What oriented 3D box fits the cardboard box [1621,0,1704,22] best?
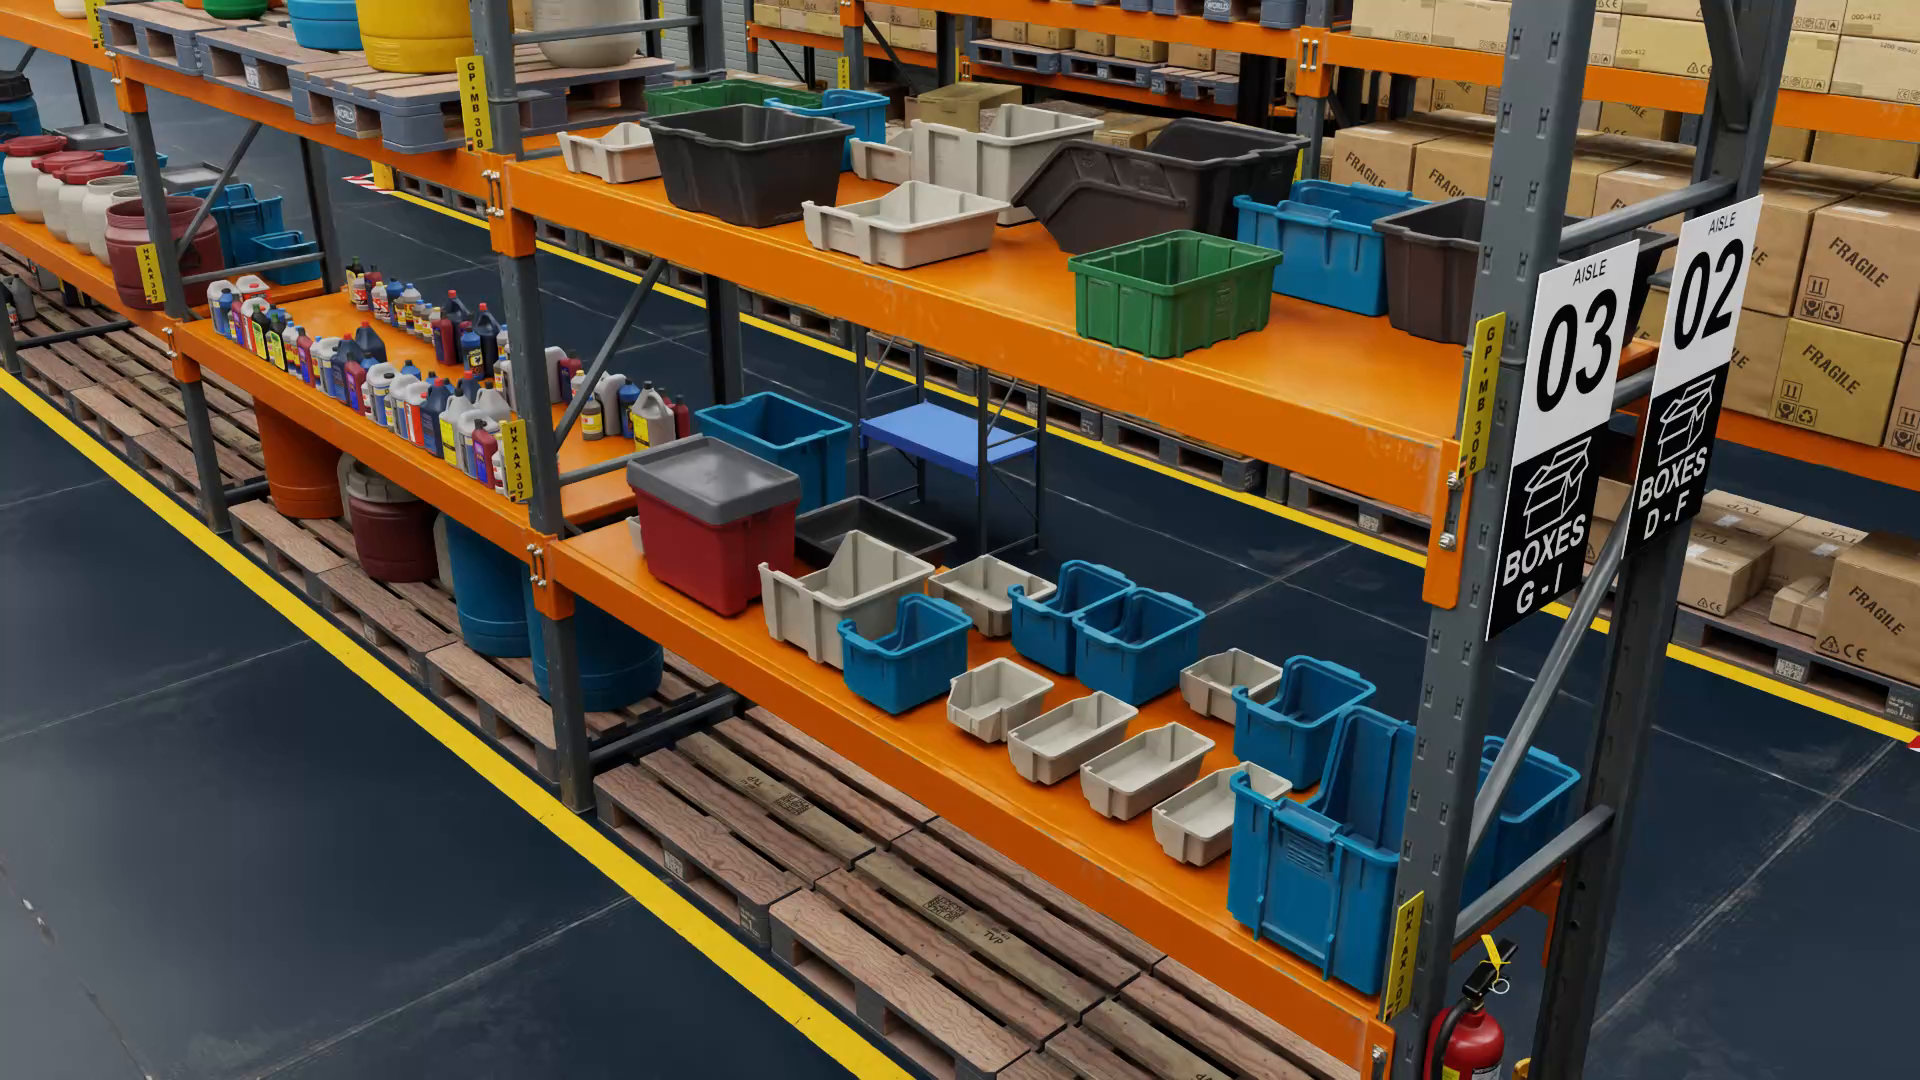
[{"bbox_3d":[3.466,-2.590,7.777,0.500,0.250,0.500,-21,32,-38],"label":"cardboard box"}]

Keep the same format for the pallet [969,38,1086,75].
[{"bbox_3d":[0.859,-5.211,17.789,1.003,0.211,1.213,-21,32,-38],"label":"pallet"}]

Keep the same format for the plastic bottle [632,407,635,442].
[{"bbox_3d":[-1.444,-0.549,7.578,0.097,0.201,0.097,0,25,0],"label":"plastic bottle"}]

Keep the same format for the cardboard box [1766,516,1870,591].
[{"bbox_3d":[4.525,0.125,8.644,0.500,0.250,0.500,-21,32,-38],"label":"cardboard box"}]

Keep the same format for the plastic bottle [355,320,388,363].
[{"bbox_3d":[-2.922,-0.918,8.207,0.144,0.351,0.185,-21,32,-38],"label":"plastic bottle"}]

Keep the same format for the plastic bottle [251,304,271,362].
[{"bbox_3d":[-3.621,-1.079,8.642,0.061,0.283,0.133,-21,32,-38],"label":"plastic bottle"}]

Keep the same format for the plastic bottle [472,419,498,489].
[{"bbox_3d":[-2.018,-0.368,7.084,0.061,0.283,0.133,-21,32,-38],"label":"plastic bottle"}]

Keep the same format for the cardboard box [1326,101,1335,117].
[{"bbox_3d":[3.518,-3.905,14.974,0.380,0.149,0.250,-20,31,-37],"label":"cardboard box"}]

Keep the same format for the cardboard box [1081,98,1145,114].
[{"bbox_3d":[1.620,-4.468,17.507,0.500,0.250,0.500,-22,33,-40],"label":"cardboard box"}]

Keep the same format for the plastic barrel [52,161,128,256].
[{"bbox_3d":[-5.498,-2.117,10.612,0.433,0.535,0.433,0,25,0],"label":"plastic barrel"}]

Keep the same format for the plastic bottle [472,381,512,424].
[{"bbox_3d":[-2.083,-0.541,7.381,0.144,0.351,0.185,-21,32,-38],"label":"plastic bottle"}]

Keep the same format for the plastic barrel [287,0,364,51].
[{"bbox_3d":[-2.599,-2.594,7.098,0.600,0.901,0.708,-21,32,-38],"label":"plastic barrel"}]

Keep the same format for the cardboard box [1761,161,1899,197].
[{"bbox_3d":[4.219,-1.548,8.203,0.500,0.500,0.500,-21,32,-38],"label":"cardboard box"}]

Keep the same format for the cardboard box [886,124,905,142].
[{"bbox_3d":[-0.654,-3.035,12.895,0.500,0.311,0.500,-19,31,-35],"label":"cardboard box"}]

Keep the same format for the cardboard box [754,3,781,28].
[{"bbox_3d":[-2.190,-6.486,20.509,0.500,0.250,0.500,-22,33,-40],"label":"cardboard box"}]

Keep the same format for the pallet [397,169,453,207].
[{"bbox_3d":[-5.352,-3.888,18.018,1.003,0.211,1.213,-21,32,-38],"label":"pallet"}]

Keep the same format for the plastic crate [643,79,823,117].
[{"bbox_3d":[-0.811,-1.562,6.202,0.450,0.188,0.662,-21,32,-38],"label":"plastic crate"}]

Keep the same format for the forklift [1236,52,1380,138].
[{"bbox_3d":[2.827,-3.330,13.517,1.130,2.935,3.031,7,26,16],"label":"forklift"}]

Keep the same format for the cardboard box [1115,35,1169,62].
[{"bbox_3d":[1.980,-5.115,16.698,0.700,0.500,0.500,-21,32,-38],"label":"cardboard box"}]

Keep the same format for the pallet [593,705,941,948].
[{"bbox_3d":[-0.790,1.144,6.988,1.003,0.211,1.213,-21,32,-38],"label":"pallet"}]

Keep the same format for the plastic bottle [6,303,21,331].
[{"bbox_3d":[-7.265,-1.709,12.723,0.097,0.201,0.097,0,25,0],"label":"plastic bottle"}]

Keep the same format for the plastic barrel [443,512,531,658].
[{"bbox_3d":[-2.165,0.043,8.064,0.600,0.901,0.708,-21,32,-38],"label":"plastic barrel"}]

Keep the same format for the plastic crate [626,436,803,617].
[{"bbox_3d":[-0.894,-0.051,6.099,0.402,0.464,0.583,-21,32,-38],"label":"plastic crate"}]

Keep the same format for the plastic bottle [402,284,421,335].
[{"bbox_3d":[-2.978,-1.260,9.054,0.097,0.271,0.097,0,25,0],"label":"plastic bottle"}]

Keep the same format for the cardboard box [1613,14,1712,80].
[{"bbox_3d":[3.472,-2.365,7.886,0.500,0.250,0.500,-21,32,-38],"label":"cardboard box"}]

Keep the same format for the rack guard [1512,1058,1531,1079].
[{"bbox_3d":[1.439,2.016,4.728,1.175,0.500,0.348,-21,32,-38],"label":"rack guard"}]

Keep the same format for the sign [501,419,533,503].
[{"bbox_3d":[-1.724,-0.307,6.476,0.100,0.325,0.005,-21,32,-38],"label":"sign"}]

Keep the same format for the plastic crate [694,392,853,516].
[{"bbox_3d":[-0.753,-0.312,6.767,0.392,0.384,0.575,-21,32,-38],"label":"plastic crate"}]

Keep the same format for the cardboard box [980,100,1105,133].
[{"bbox_3d":[0.562,-2.699,11.426,0.700,0.500,0.500,-15,28,-29],"label":"cardboard box"}]

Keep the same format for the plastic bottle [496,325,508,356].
[{"bbox_3d":[-2.277,-0.950,8.373,0.097,0.271,0.097,0,25,0],"label":"plastic bottle"}]

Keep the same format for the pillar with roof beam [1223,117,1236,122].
[{"bbox_3d":[-0.223,-6.506,13.170,9.100,9.000,0.400,-21,32,-38],"label":"pillar with roof beam"}]

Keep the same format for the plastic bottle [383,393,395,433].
[{"bbox_3d":[-2.612,-0.606,7.703,0.097,0.201,0.097,0,25,0],"label":"plastic bottle"}]

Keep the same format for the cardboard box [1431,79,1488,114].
[{"bbox_3d":[4.373,-3.862,14.098,0.500,0.500,0.500,-20,31,-37],"label":"cardboard box"}]

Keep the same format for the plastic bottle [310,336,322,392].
[{"bbox_3d":[-3.147,-0.874,8.208,0.097,0.271,0.097,0,25,0],"label":"plastic bottle"}]

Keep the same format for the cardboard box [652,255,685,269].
[{"bbox_3d":[-2.372,-2.601,14.644,0.500,0.250,0.500,-22,33,-40],"label":"cardboard box"}]

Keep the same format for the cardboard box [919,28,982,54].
[{"bbox_3d":[-0.102,-5.569,18.500,0.500,0.250,0.500,-21,32,-38],"label":"cardboard box"}]

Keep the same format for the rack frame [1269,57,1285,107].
[{"bbox_3d":[3.176,-4.359,15.691,1.000,3.000,0.127,-21,32,-38],"label":"rack frame"}]

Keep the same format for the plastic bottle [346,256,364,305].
[{"bbox_3d":[-3.467,-1.494,9.551,0.061,0.283,0.133,-21,32,-38],"label":"plastic bottle"}]

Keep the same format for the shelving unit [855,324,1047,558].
[{"bbox_3d":[-0.058,-0.708,9.495,0.538,1.500,1.048,-21,32,-38],"label":"shelving unit"}]

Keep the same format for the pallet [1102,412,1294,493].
[{"bbox_3d":[1.714,-0.708,11.047,1.003,0.211,1.213,-21,32,-38],"label":"pallet"}]

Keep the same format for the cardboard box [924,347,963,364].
[{"bbox_3d":[0.028,-1.639,12.211,0.500,0.500,0.500,22,33,40],"label":"cardboard box"}]

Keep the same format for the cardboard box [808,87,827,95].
[{"bbox_3d":[-1.884,-5.524,20.955,0.500,0.311,0.500,19,31,36],"label":"cardboard box"}]

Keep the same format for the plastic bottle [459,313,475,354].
[{"bbox_3d":[-2.513,-1.034,8.543,0.061,0.283,0.133,-21,32,-38],"label":"plastic bottle"}]

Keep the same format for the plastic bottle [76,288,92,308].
[{"bbox_3d":[-7.005,-2.005,13.275,0.061,0.283,0.133,-21,32,-38],"label":"plastic bottle"}]

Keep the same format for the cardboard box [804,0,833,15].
[{"bbox_3d":[-1.505,-6.524,19.690,0.500,0.500,0.500,23,33,40],"label":"cardboard box"}]

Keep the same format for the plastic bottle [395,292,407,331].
[{"bbox_3d":[-3.044,-1.258,9.133,0.097,0.201,0.097,0,25,0],"label":"plastic bottle"}]

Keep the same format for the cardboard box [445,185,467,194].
[{"bbox_3d":[-5.015,-3.789,17.248,0.500,0.250,0.500,-21,32,-38],"label":"cardboard box"}]

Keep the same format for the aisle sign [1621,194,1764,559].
[{"bbox_3d":[1.679,-0.370,3.815,0.394,0.787,0.004,-21,32,-38],"label":"aisle sign"}]

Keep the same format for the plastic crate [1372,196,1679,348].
[{"bbox_3d":[1.353,-0.626,4.051,0.497,0.269,0.590,-21,32,-38],"label":"plastic crate"}]

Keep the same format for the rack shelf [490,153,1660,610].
[{"bbox_3d":[0.046,-0.768,5.072,1.077,0.370,4.000,-21,32,-38],"label":"rack shelf"}]

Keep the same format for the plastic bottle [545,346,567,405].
[{"bbox_3d":[-1.992,-0.809,8.059,0.152,0.276,0.135,-21,32,-38],"label":"plastic bottle"}]

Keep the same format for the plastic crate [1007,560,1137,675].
[{"bbox_3d":[0.379,0.266,5.682,0.416,0.233,0.300,-21,32,-38],"label":"plastic crate"}]

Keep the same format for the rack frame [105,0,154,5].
[{"bbox_3d":[-4.055,-4.278,8.285,1.000,3.000,0.127,-21,32,-38],"label":"rack frame"}]

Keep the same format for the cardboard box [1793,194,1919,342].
[{"bbox_3d":[4.180,-1.239,7.526,0.500,0.500,0.500,-20,31,-37],"label":"cardboard box"}]

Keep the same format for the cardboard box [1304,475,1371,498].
[{"bbox_3d":[2.426,-0.529,10.005,0.500,0.311,0.500,-21,32,-38],"label":"cardboard box"}]

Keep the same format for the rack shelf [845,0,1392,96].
[{"bbox_3d":[0.930,-3.384,10.807,1.077,0.370,4.000,-21,32,-38],"label":"rack shelf"}]

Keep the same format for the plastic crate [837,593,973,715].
[{"bbox_3d":[-0.178,0.375,5.444,0.416,0.233,0.300,-21,32,-38],"label":"plastic crate"}]

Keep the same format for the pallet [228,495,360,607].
[{"bbox_3d":[-3.486,-0.053,9.611,1.003,0.211,1.213,-21,32,-38],"label":"pallet"}]
